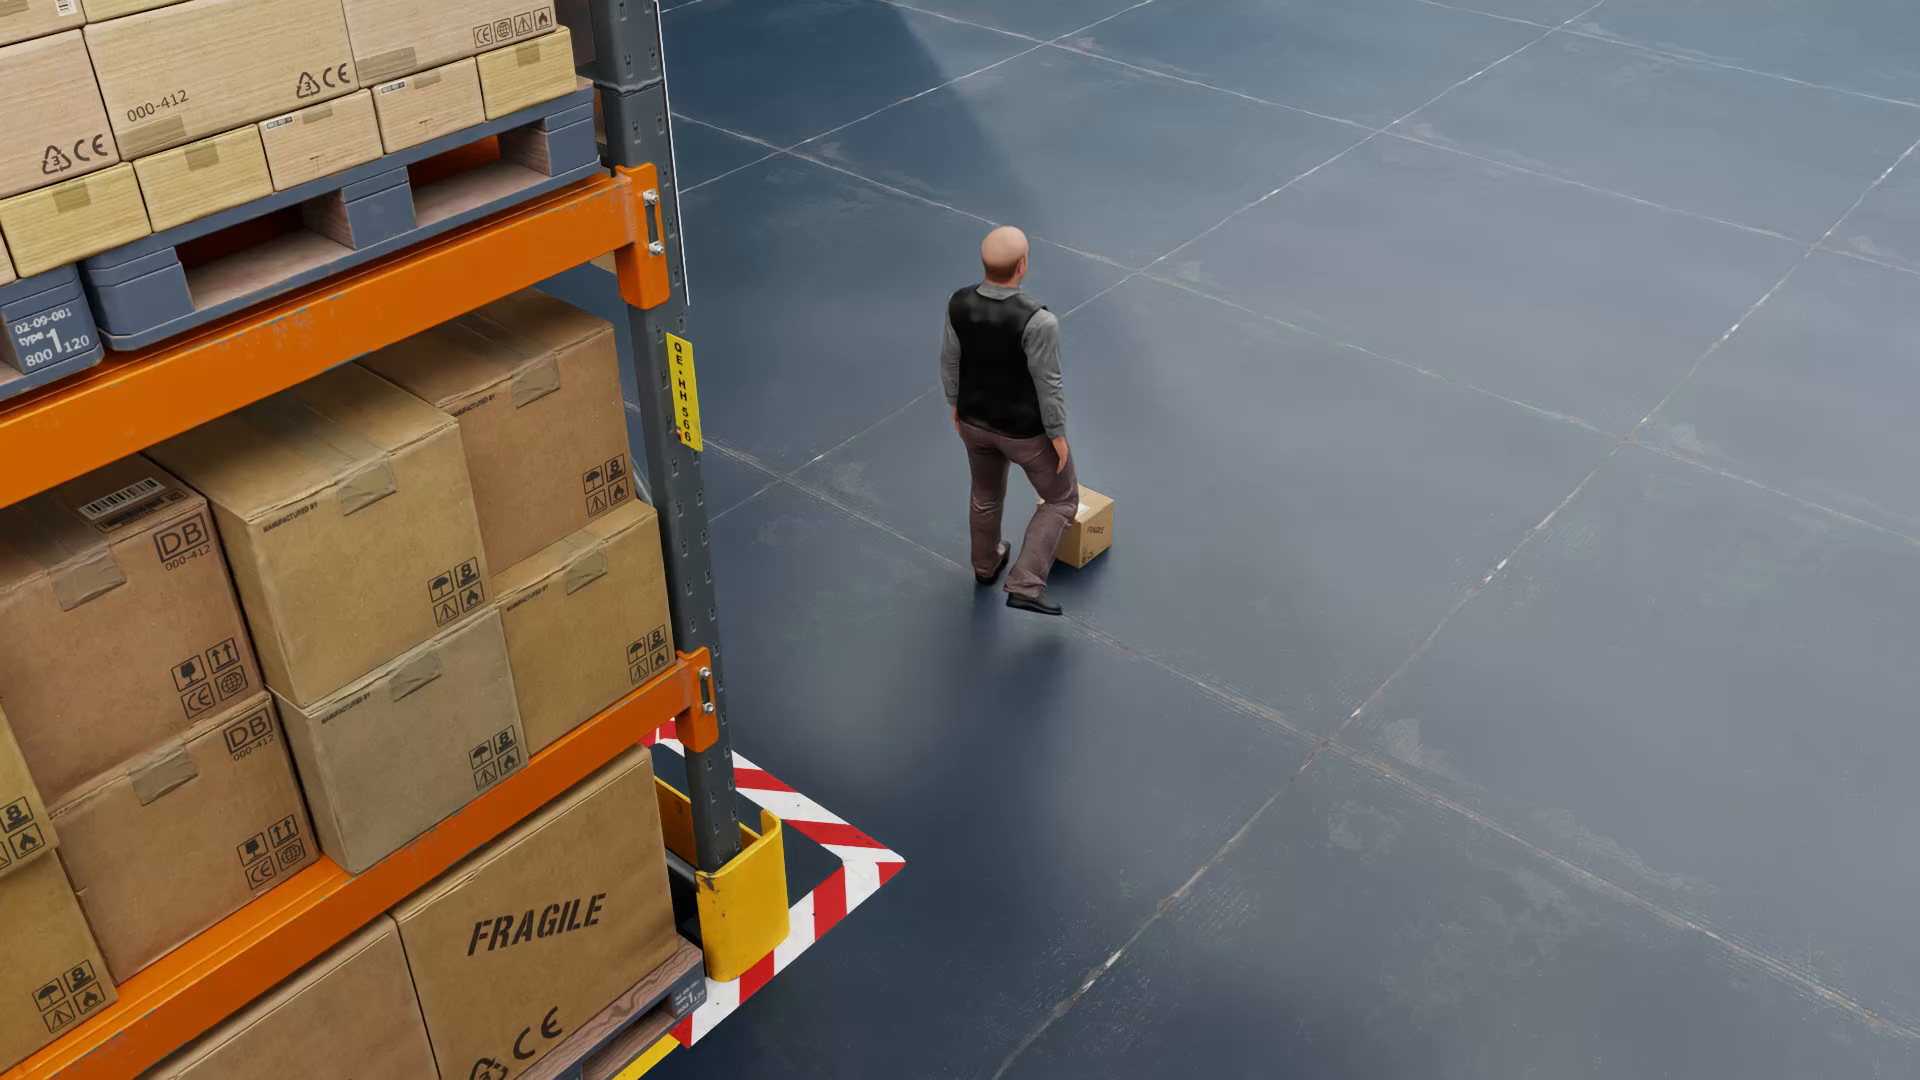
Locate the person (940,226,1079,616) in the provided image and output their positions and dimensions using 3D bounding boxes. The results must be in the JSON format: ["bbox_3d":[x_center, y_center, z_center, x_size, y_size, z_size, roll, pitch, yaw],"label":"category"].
[{"bbox_3d":[0.216,-0.471,6.813,0.634,1.723,0.581,20,39,26],"label":"person"}]
